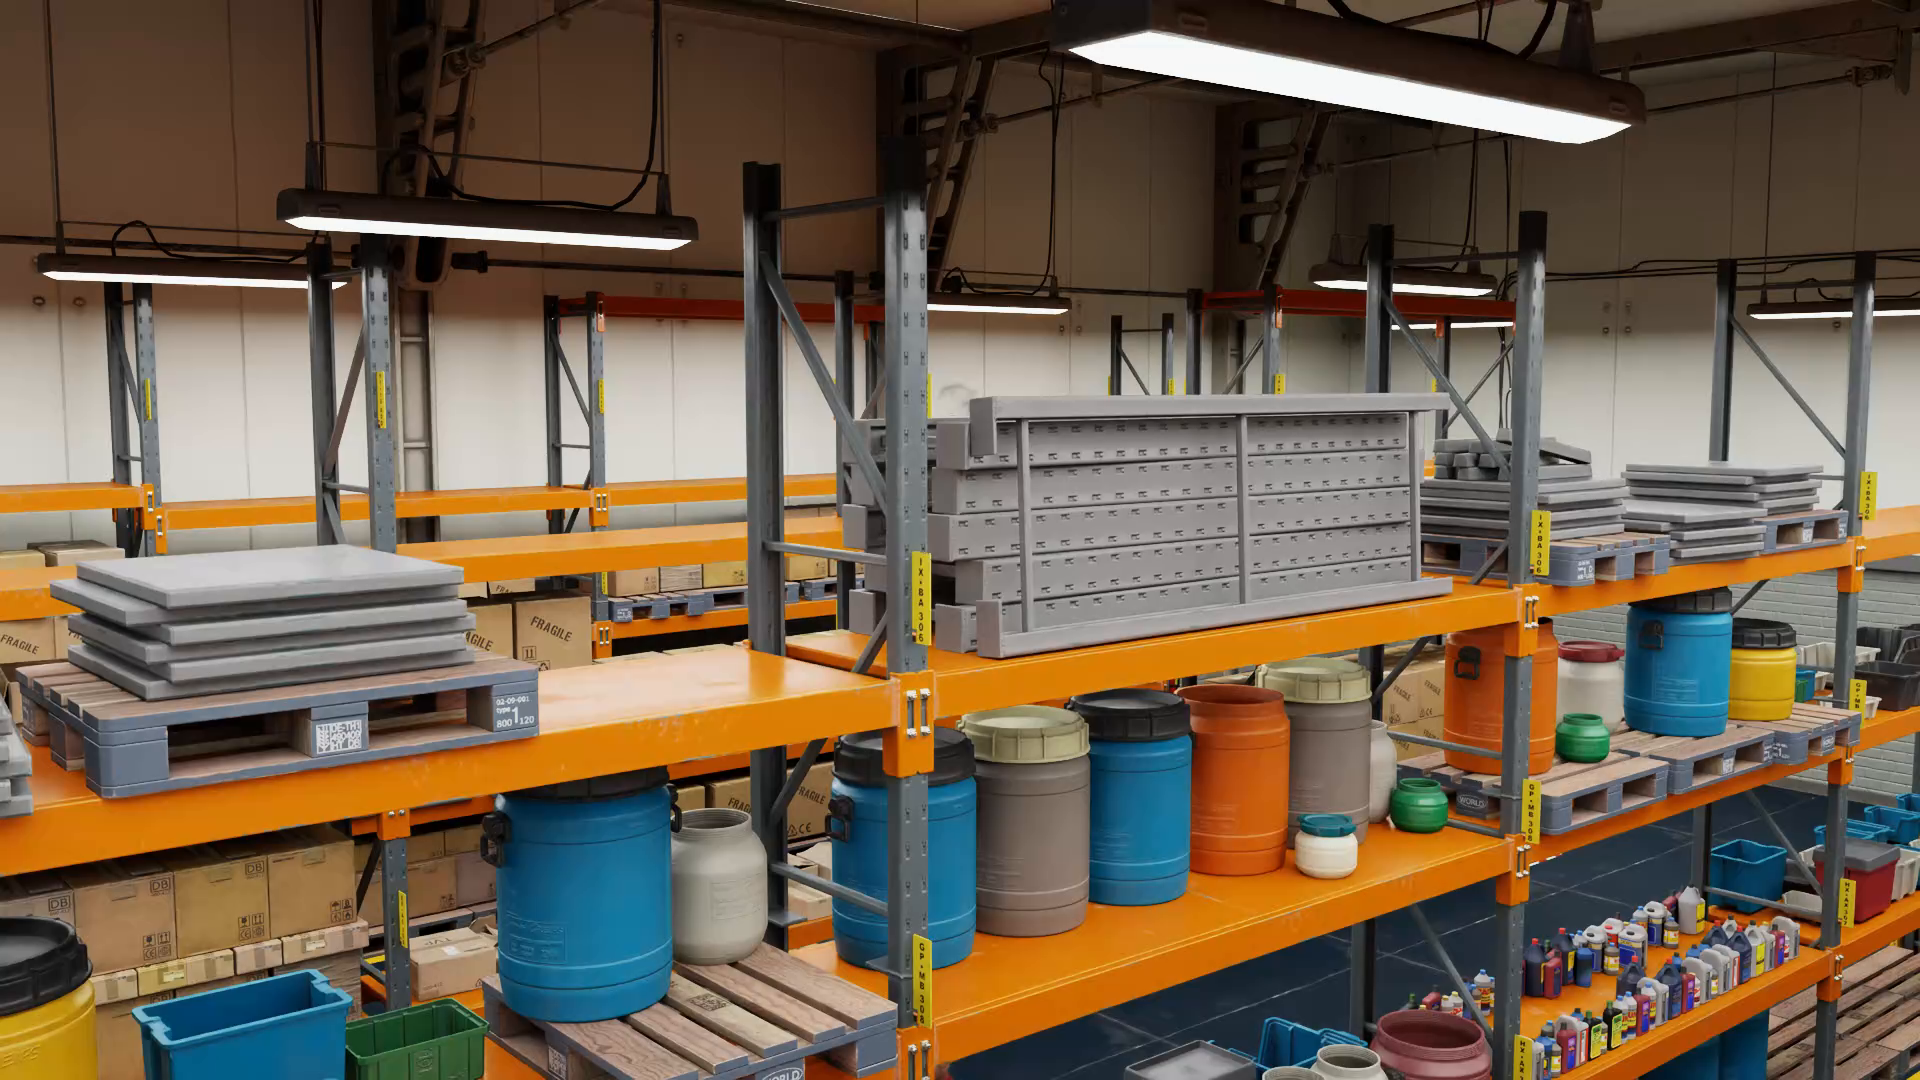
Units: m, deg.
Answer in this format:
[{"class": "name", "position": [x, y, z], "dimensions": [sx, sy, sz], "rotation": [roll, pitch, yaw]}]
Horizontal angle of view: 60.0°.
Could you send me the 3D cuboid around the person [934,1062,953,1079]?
[{"class": "person", "position": [-0.127, 3.466, 8.782], "dimensions": [0.963, 1.741, 0.662], "rotation": [-5, 7, -42]}]
